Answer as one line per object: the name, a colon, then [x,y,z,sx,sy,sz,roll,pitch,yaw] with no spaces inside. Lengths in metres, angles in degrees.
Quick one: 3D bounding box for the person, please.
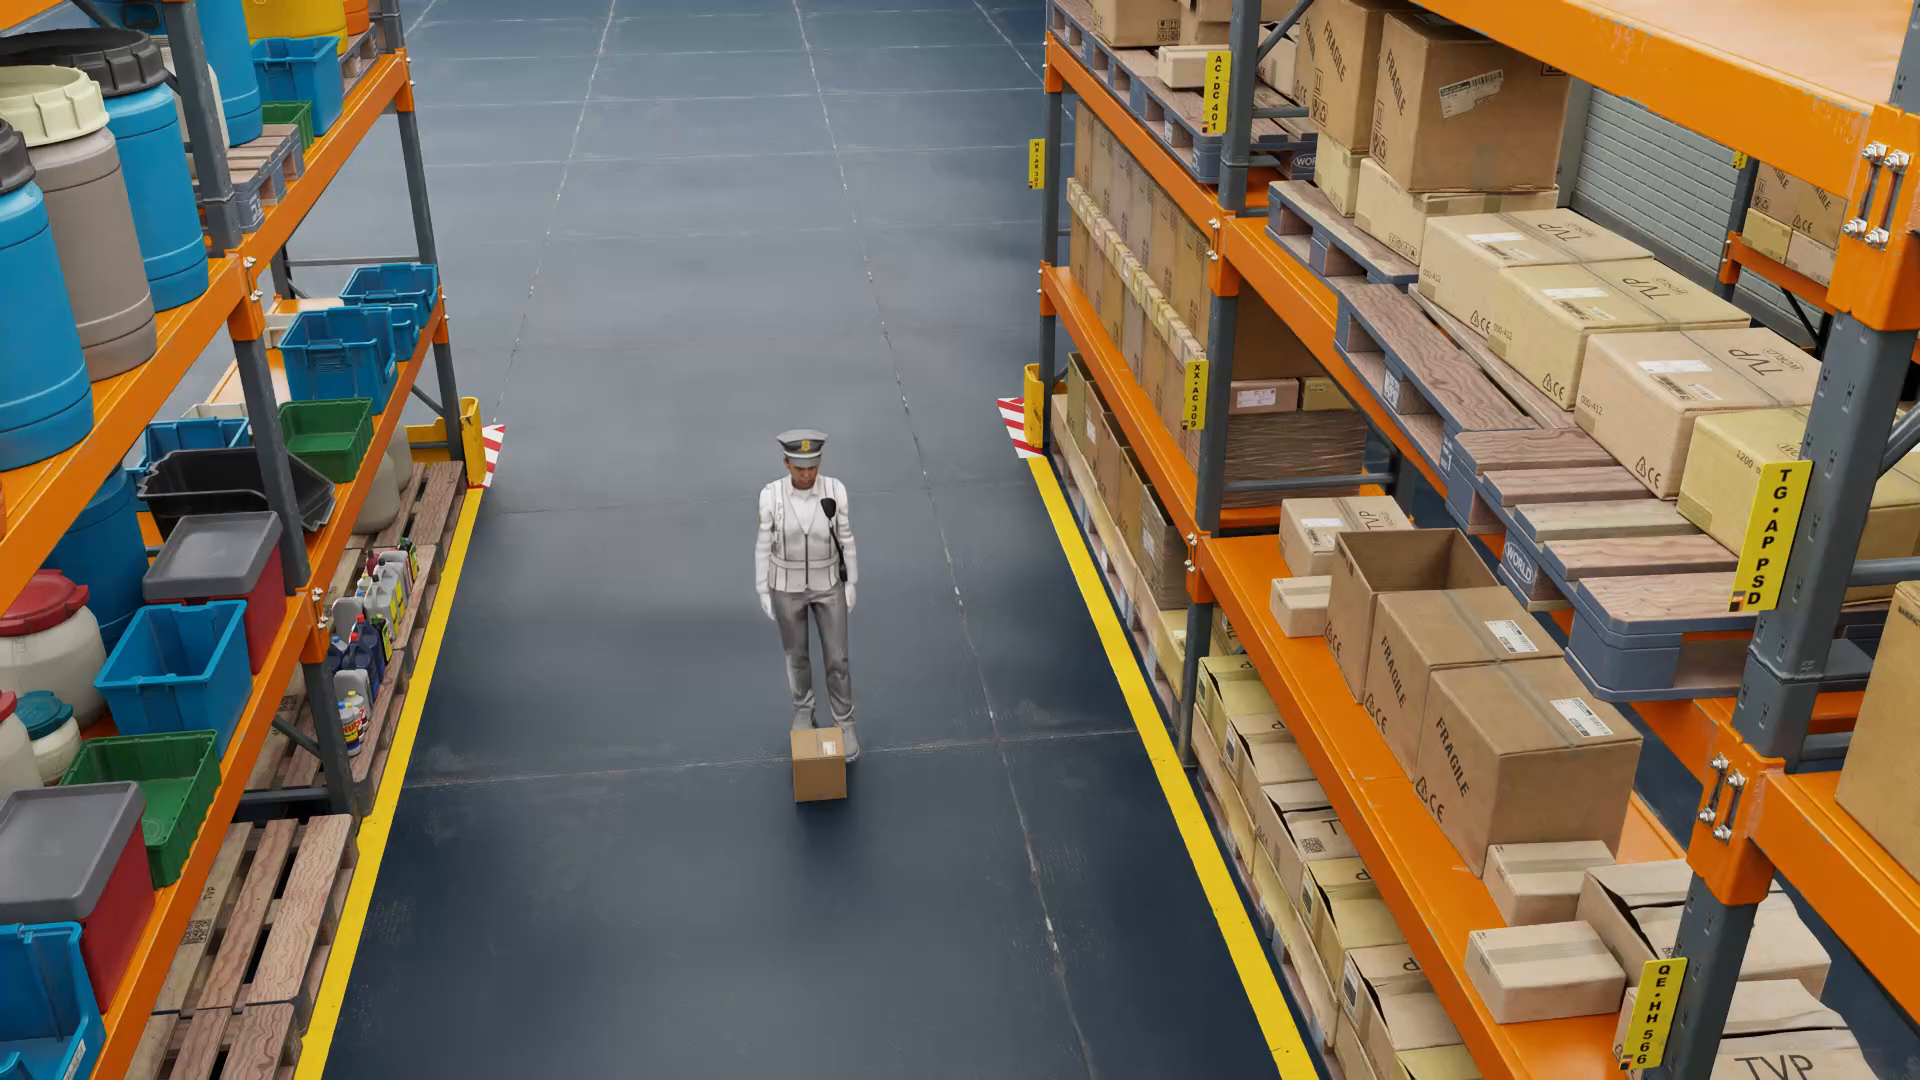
person: [-0.738,0.268,8.086,0.505,1.688,0.456,-4,28,-7]
